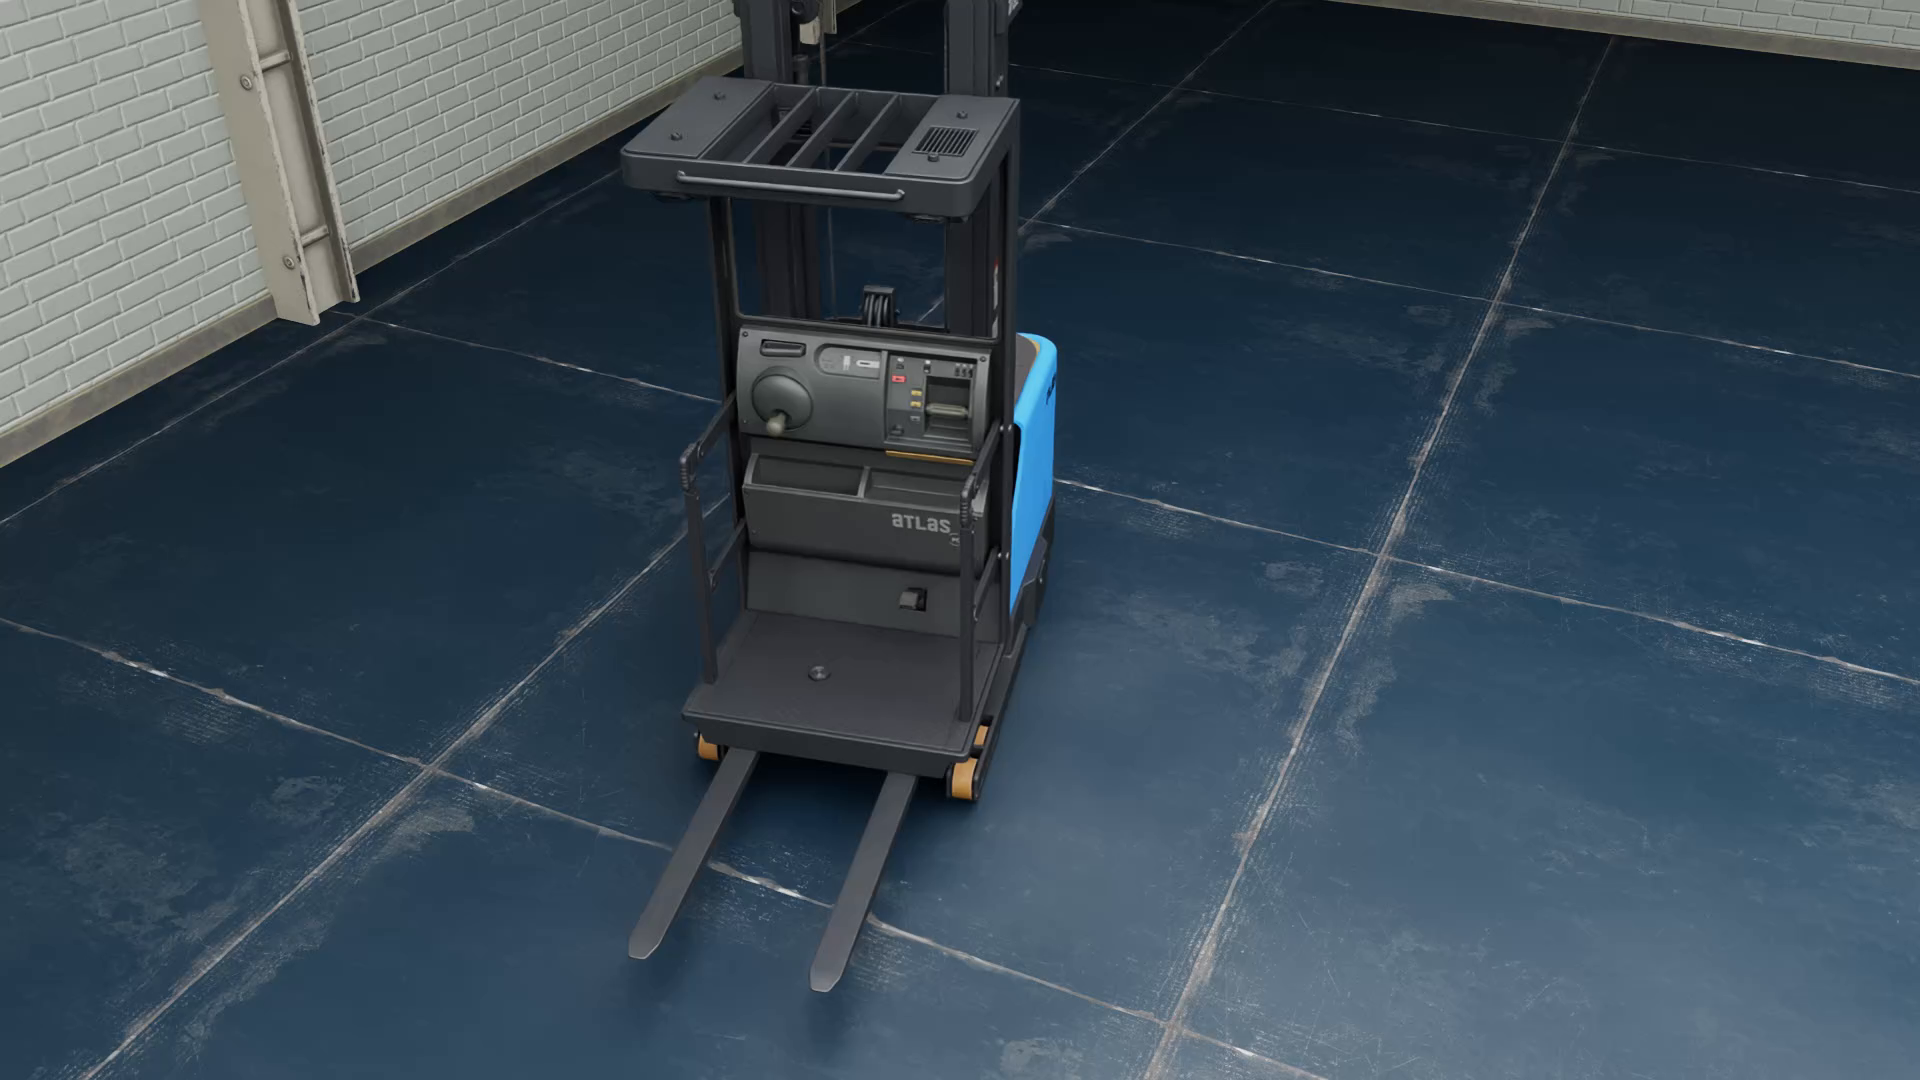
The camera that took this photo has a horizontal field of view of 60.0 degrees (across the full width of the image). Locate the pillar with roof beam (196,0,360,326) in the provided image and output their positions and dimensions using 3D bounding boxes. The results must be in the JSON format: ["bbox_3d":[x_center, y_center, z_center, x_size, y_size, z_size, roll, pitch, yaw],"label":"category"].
[{"bbox_3d":[0.106,-4.152,5.875,9.100,9.000,0.400,14,36,20],"label":"pillar with roof beam"}]

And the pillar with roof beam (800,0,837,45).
[{"bbox_3d":[2.616,-7.140,10.432,9.100,9.000,0.400,14,36,20],"label":"pillar with roof beam"}]

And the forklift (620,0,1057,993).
[{"bbox_3d":[-0.399,-0.476,5.804,1.130,2.935,3.031,7,34,11],"label":"forklift"}]
